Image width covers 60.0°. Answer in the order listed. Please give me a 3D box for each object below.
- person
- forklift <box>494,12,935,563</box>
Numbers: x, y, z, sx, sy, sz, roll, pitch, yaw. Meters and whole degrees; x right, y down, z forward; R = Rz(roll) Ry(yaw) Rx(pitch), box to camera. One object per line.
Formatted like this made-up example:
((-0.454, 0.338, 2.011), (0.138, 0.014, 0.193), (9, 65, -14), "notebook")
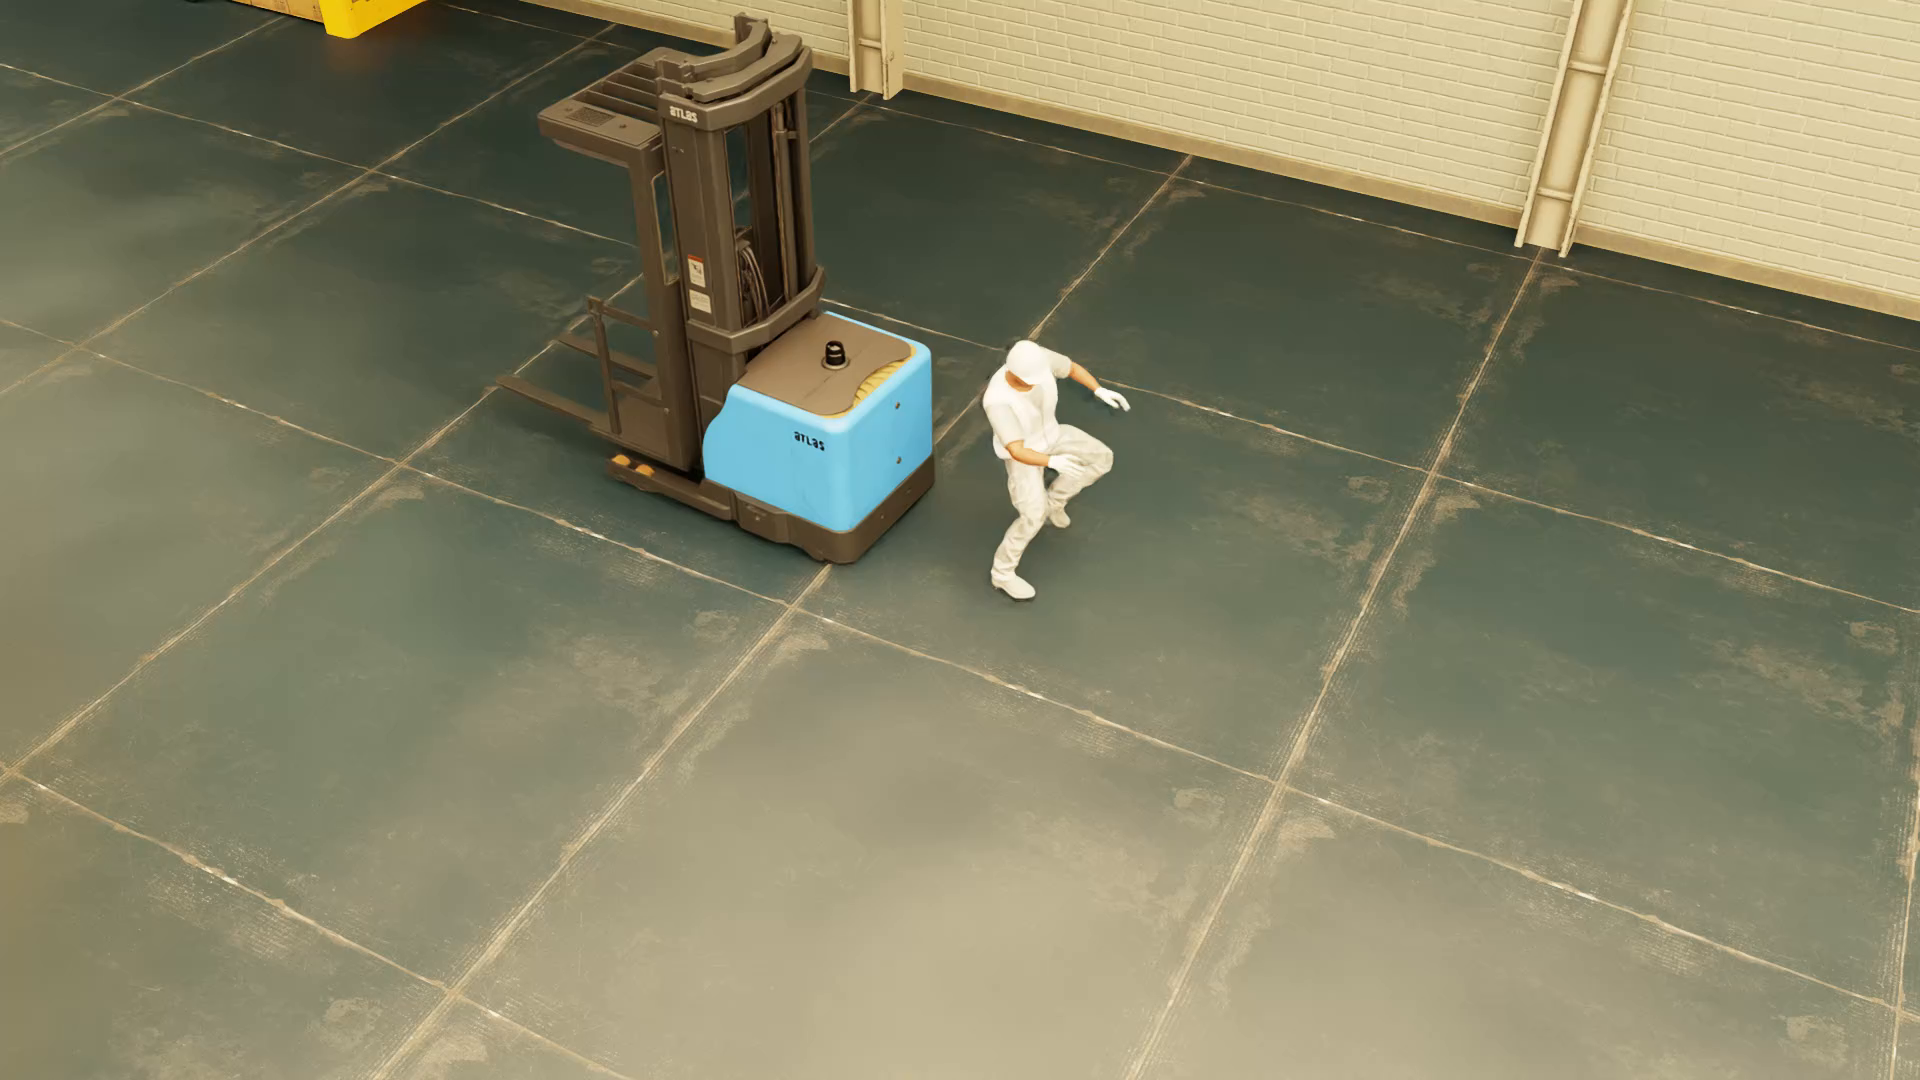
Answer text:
((0.543, -0.489, 9.653), (0.832, 1.540, 0.911), (30, 49, 31), "person")
((-1.680, -1.700, 10.005), (3.031, 2.935, 1.130), (22, 45, 24), "forklift")
